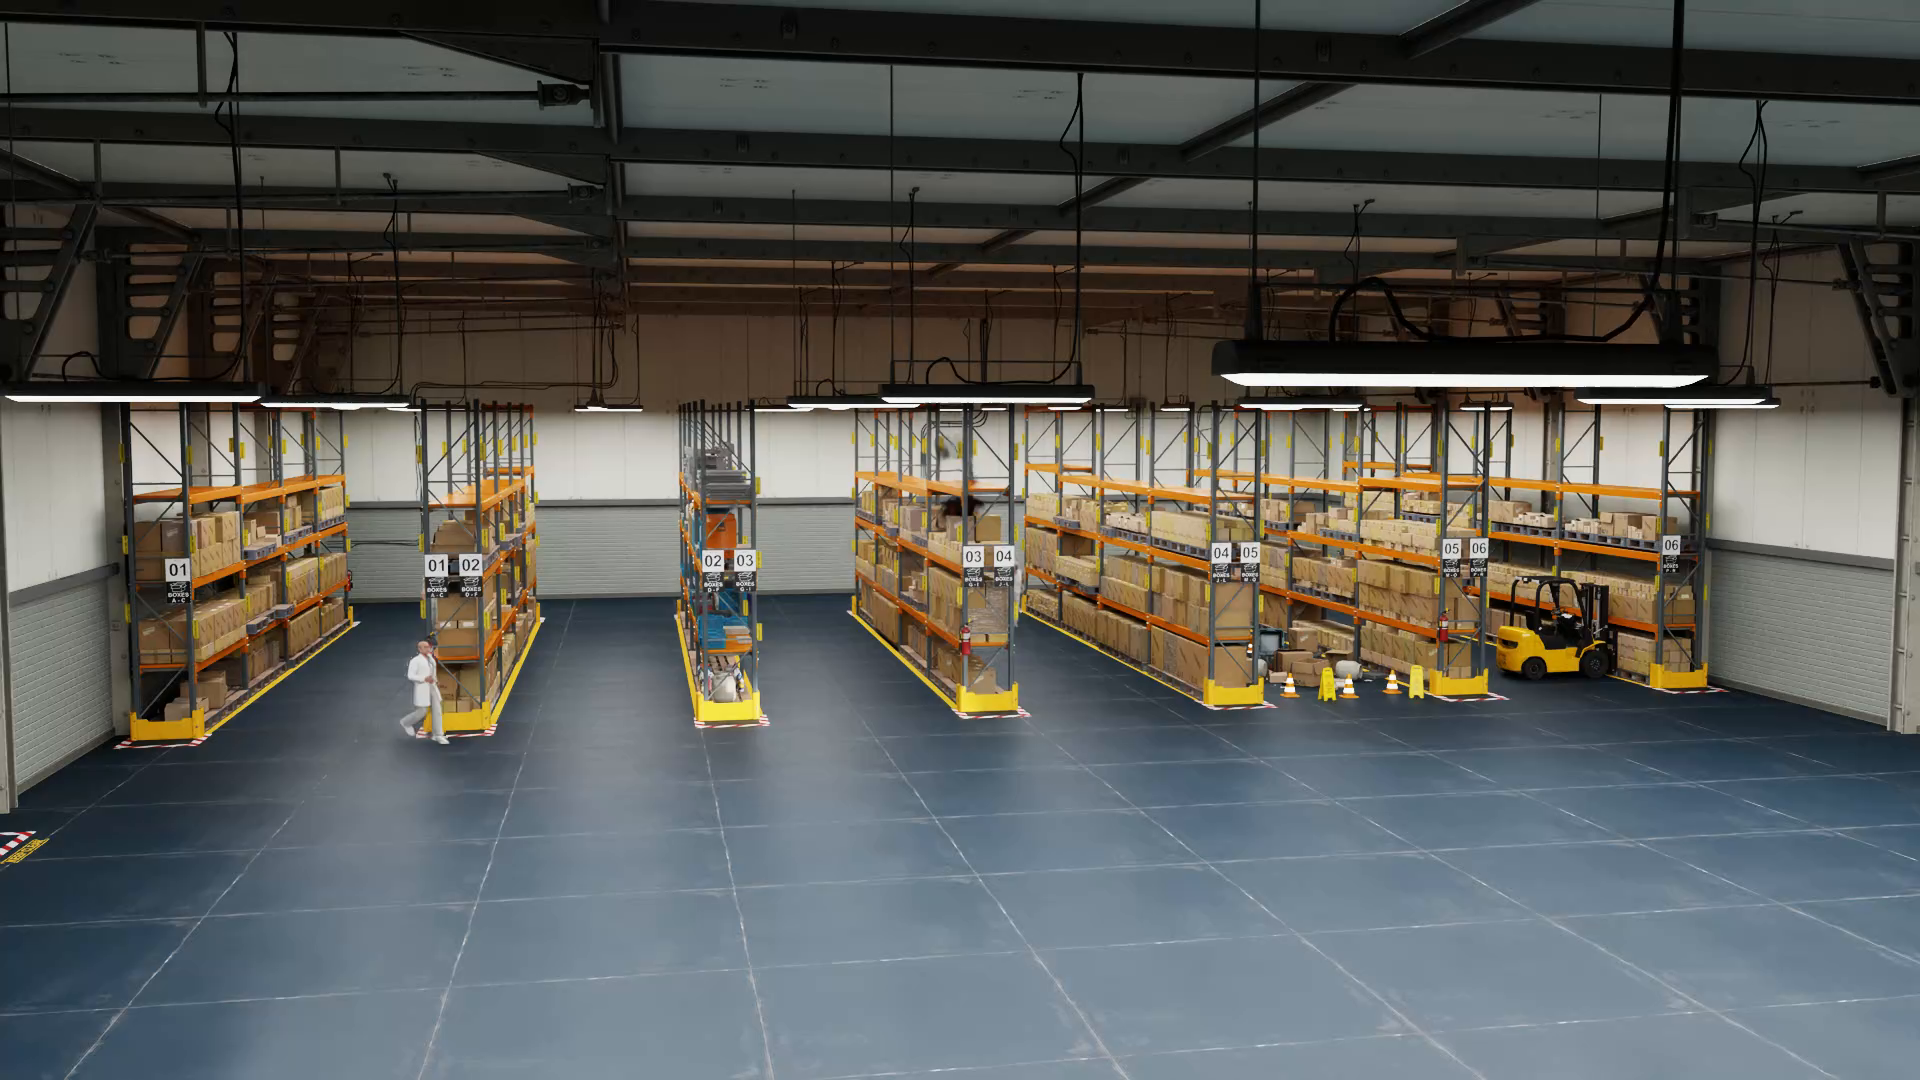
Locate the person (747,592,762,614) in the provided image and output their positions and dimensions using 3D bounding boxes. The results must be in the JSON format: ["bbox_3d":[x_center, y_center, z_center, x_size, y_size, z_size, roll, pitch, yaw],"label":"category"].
[{"bbox_3d":[-6.132,1.304,47.700,0.862,1.651,0.705,2,5,21],"label":"person"}]

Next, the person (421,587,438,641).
[{"bbox_3d":[-13.268,1.680,41.997,0.641,1.751,0.605,-2,5,-20],"label":"person"}]

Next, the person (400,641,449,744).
[{"bbox_3d":[-9.339,2.648,28.994,1.034,1.787,0.710,2,5,28],"label":"person"}]

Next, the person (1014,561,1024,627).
[{"bbox_3d":[1.438,1.440,45.145,0.707,1.770,0.975,-1,5,-17],"label":"person"}]
